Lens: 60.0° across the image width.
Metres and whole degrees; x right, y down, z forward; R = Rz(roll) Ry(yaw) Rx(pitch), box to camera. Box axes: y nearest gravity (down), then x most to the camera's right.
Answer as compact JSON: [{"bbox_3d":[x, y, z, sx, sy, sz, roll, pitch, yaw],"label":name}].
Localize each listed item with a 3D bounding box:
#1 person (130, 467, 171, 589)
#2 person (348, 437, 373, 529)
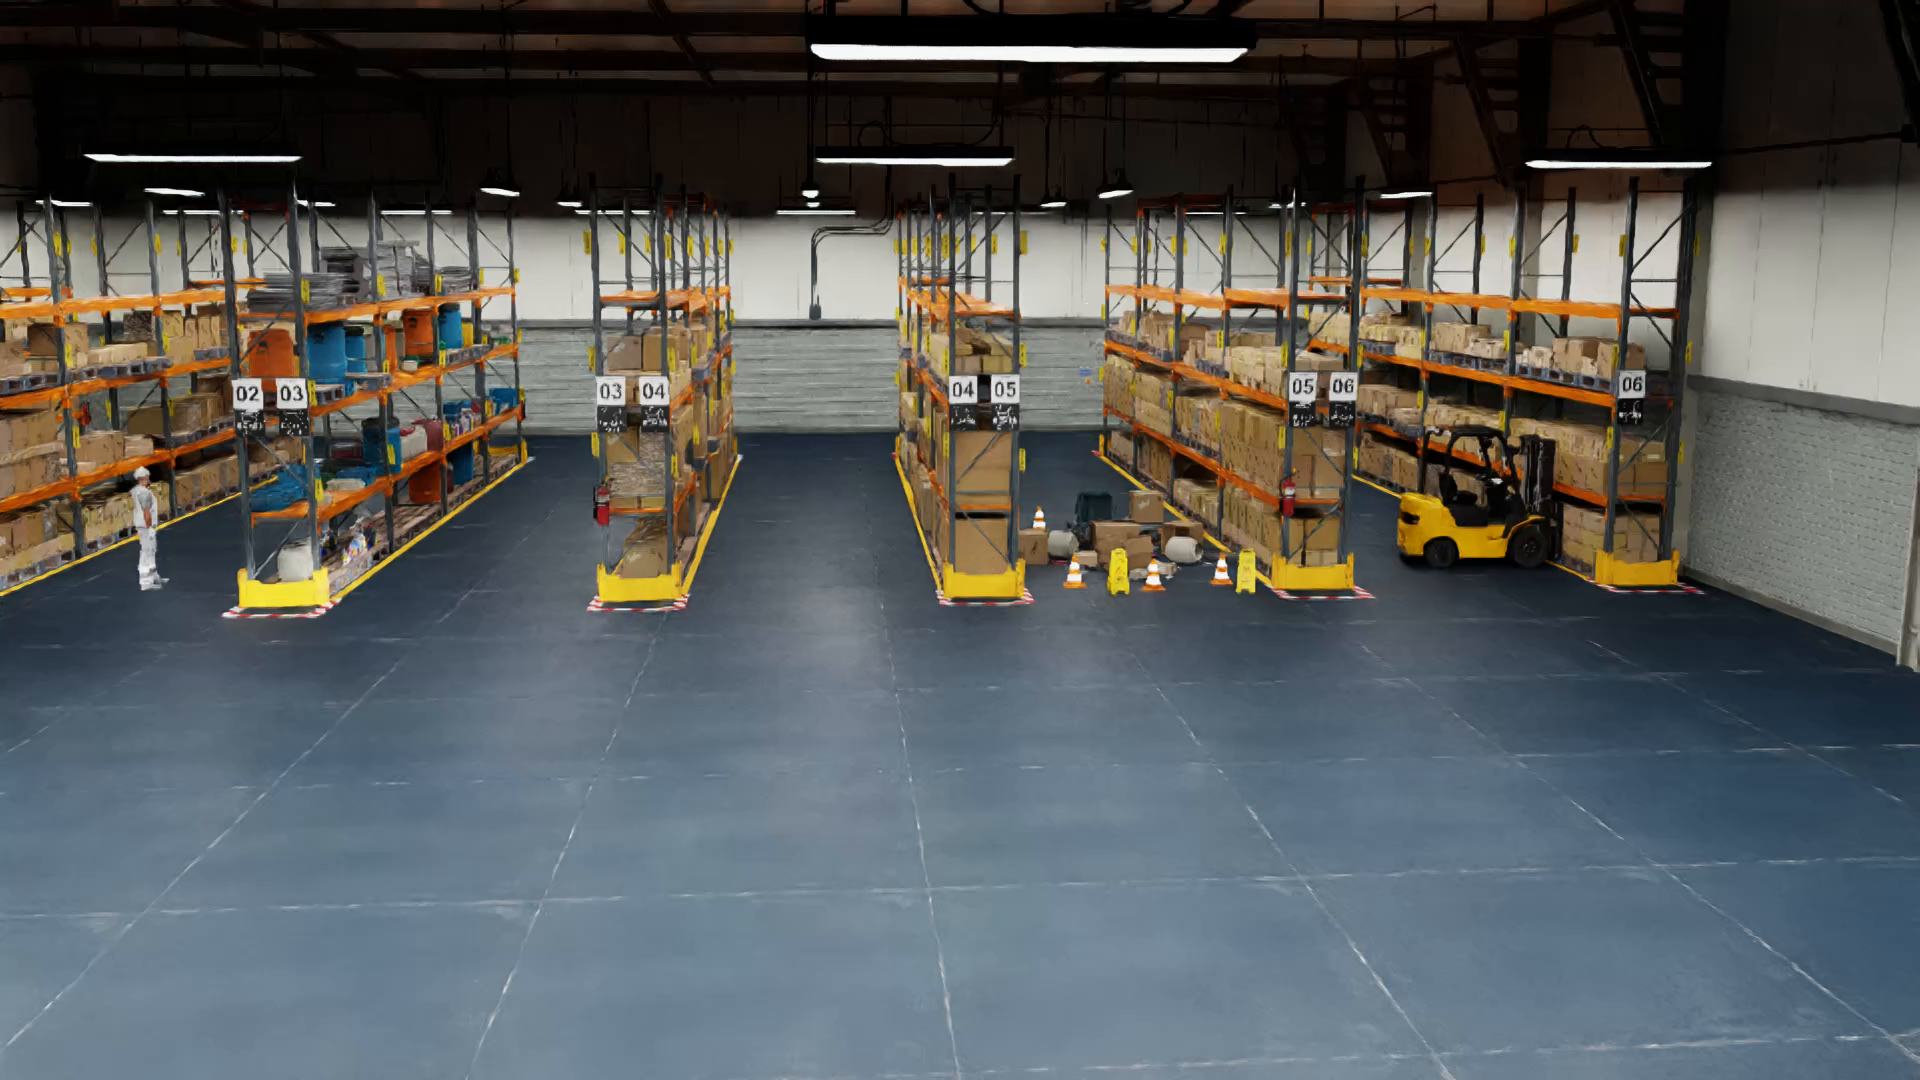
[{"bbox_3d":[-11.959,-0.194,24.553,0.451,1.789,0.605,-7,12,-33],"label":"person"},{"bbox_3d":[-10.704,-1.002,29.548,0.478,1.668,0.468,1,10,5],"label":"person"}]
